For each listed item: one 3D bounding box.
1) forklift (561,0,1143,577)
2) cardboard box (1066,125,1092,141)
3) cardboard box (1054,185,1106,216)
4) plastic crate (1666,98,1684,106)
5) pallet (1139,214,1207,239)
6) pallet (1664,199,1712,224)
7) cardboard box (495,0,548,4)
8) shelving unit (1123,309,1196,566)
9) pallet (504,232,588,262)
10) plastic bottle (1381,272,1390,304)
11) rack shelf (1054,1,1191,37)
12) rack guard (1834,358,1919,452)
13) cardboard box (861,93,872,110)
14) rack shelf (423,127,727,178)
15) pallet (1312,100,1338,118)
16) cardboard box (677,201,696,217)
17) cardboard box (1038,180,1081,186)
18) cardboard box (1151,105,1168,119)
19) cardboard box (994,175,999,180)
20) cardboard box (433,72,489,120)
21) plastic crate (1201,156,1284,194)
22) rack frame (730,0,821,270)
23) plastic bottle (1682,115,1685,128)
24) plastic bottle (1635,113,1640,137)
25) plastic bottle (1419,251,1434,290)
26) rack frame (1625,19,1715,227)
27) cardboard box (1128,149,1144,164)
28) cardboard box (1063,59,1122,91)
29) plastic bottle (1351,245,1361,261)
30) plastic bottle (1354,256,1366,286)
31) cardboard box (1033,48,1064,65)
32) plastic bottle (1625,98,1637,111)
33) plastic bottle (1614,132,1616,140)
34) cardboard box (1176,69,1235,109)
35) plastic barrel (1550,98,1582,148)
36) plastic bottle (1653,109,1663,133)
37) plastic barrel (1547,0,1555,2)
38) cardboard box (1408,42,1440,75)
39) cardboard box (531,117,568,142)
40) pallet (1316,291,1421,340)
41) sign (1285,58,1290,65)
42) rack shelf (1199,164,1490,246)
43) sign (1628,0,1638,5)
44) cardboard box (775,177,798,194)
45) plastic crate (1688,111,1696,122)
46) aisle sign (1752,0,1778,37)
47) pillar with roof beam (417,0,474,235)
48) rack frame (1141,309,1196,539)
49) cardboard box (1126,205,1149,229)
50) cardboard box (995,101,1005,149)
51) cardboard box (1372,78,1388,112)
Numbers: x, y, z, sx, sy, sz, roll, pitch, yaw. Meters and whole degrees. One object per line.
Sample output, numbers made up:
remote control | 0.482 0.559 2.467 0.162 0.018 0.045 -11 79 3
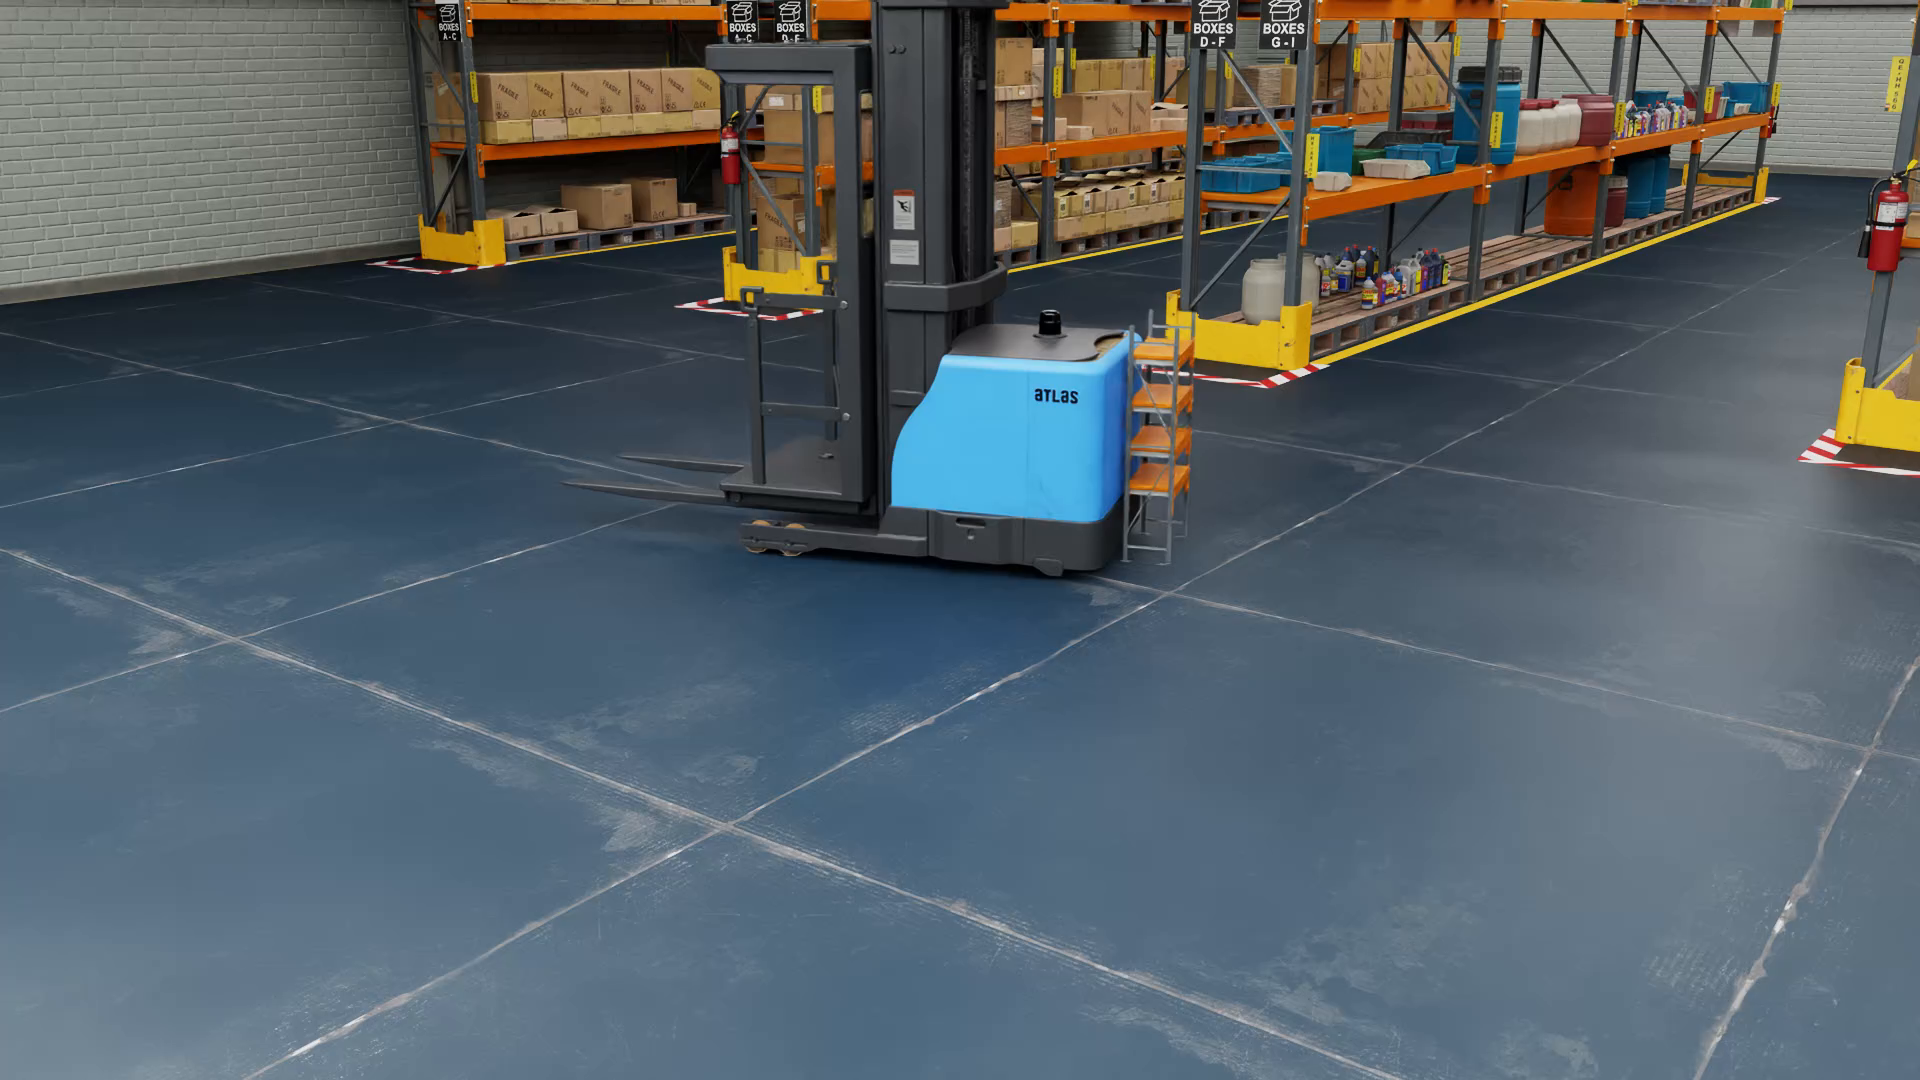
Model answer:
forklift | -0.617 -1.457 8.495 3.031 2.935 1.130 5 18 17
cardboard box | 1.320 -4.753 19.414 0.380 0.149 0.250 12 21 35
cardboard box | 1.377 -4.026 19.632 0.500 0.311 0.500 12 21 34
plastic crate | 10.379 -6.243 23.970 0.416 0.233 0.300 12 21 35
pallet | 2.489 -4.130 21.686 1.003 0.211 1.213 12 21 35
pallet | 9.777 -4.577 23.128 1.003 0.211 1.213 12 21 35
cardboard box | -4.987 -6.267 18.605 0.500 0.500 0.500 14 22 38
shelving unit | 1.008 -0.523 8.406 0.258 1.200 0.503 5 18 16
pallet | -5.178 -3.493 19.637 1.003 0.211 1.213 12 21 35
plastic bottle | 3.755 -2.235 14.740 0.097 0.271 0.097 0 17 0
rack shelf | 1.819 -6.263 20.010 1.077 0.370 4.000 12 21 35
rack guard | 6.243 -0.818 10.535 1.175 0.500 0.348 12 21 35
cardboard box | -1.044 -4.281 16.208 0.380 0.149 0.250 13 21 35
rack shelf | -4.544 -4.752 20.203 1.077 0.370 4.000 12 21 35
pallet | 4.831 -6.341 24.427 1.003 0.211 1.213 12 21 35
cardboard box | -3.647 -4.297 21.557 0.380 0.166 0.250 9 20 28
cardboard box | 1.243 -4.244 20.334 0.500 0.311 0.500 12 21 35
cardboard box | 2.323 -5.429 21.319 0.500 0.311 0.500 12 21 34
cardboard box | 0.100 -3.888 18.871 0.500 0.500 0.500 12 21 35
cardboard box | -5.626 -5.066 18.953 0.500 0.500 0.500 12 21 34
plastic crate | 2.278 -2.970 13.501 0.499 0.251 0.616 12 21 35
rack frame | -1.756 -3.745 15.746 1.000 3.000 0.127 12 21 35
plastic bottle | 9.348 -5.449 21.567 0.097 0.201 0.097 0 17 0
plastic bottle | 8.088 -4.979 19.935 0.097 0.271 0.097 0 17 0
plastic bottle | 4.337 -2.517 15.515 0.144 0.351 0.185 11 20 32
rack frame | 9.370 -5.727 22.128 1.000 3.000 0.127 12 21 35
cardboard box | 2.863 -7.014 29.778 0.700 0.500 0.500 12 21 33
cardboard box | 2.190 -7.920 28.685 0.980 0.700 0.700 12 21 33
plastic bottle | 3.789 -2.648 15.937 0.144 0.351 0.185 13 22 36
plastic bottle | 3.800 -2.554 15.769 0.097 0.271 0.097 0 17 0
cardboard box | 1.341 -7.879 27.089 0.500 0.250 0.500 13 22 36
plastic bottle | 8.876 -5.667 22.019 0.144 0.351 0.185 12 21 35
plastic bottle | 7.504 -4.761 19.227 0.152 0.276 0.135 12 21 35
cardboard box | 3.296 -6.069 22.352 0.700 0.500 0.500 5 18 16
plastic barrel | 6.546 -4.545 18.133 0.421 0.512 0.421 0 17 0
plastic bottle | 8.659 -5.222 20.712 0.152 0.276 0.135 12 21 35
plastic barrel | 6.323 -6.289 18.035 0.600 0.901 0.600 0 17 0
cardboard box | 7.433 -7.806 26.969 0.500 0.500 0.500 13 22 36
cardboard box | -4.892 -4.744 19.181 0.500 0.250 0.500 12 21 33
pallet | 3.444 -2.046 14.975 1.003 0.211 1.213 12 21 35
sign | 4.954 -7.111 25.124 0.100 0.325 0.005 12 21 35
rack shelf | 3.412 -3.002 14.565 1.077 0.370 4.000 12 21 35
sign | 7.433 -6.061 18.323 0.100 0.325 0.005 12 21 35
cardboard box | -2.660 -4.899 22.934 0.700 0.500 0.500 12 21 34
plastic crate | 9.762 -5.715 22.434 0.396 0.136 0.243 12 21 35
aisle sign | 12.032 -7.887 24.699 0.394 0.787 0.004 12 21 35
pillar with roof beam | -2.556 -7.044 16.252 9.100 9.000 0.400 12 21 35
rack frame | 1.079 -0.593 8.629 0.240 1.200 0.015 5 18 16
cardboard box | 1.983 -4.004 20.508 0.500 0.250 0.500 13 21 36
cardboard box | 0.059 -4.512 18.047 0.700 0.500 0.500 12 21 34
cardboard box | 6.220 -6.847 25.565 0.500 0.500 0.500 13 21 36
